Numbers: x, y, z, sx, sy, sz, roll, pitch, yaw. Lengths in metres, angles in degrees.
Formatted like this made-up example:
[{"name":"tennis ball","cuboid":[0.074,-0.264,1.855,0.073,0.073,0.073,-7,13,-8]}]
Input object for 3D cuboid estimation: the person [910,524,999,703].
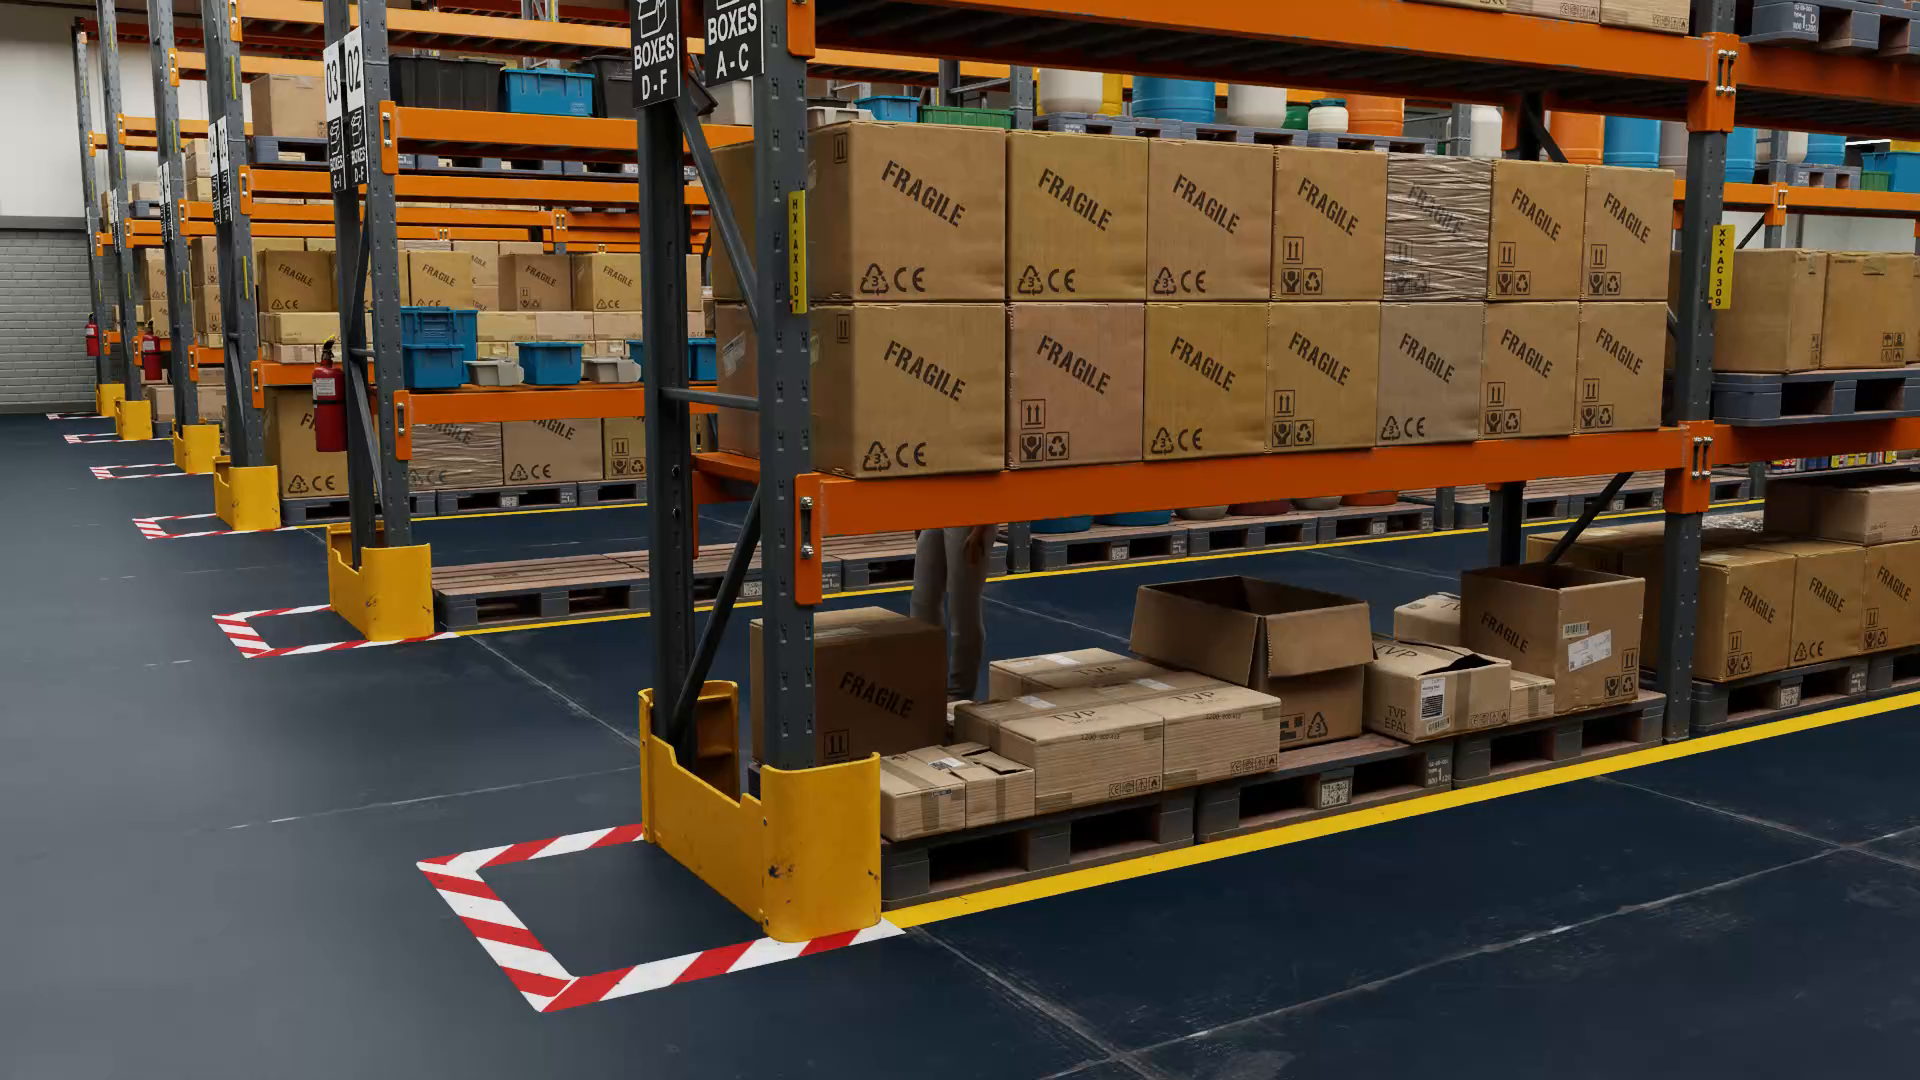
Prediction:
[{"name":"person","cuboid":[-0.070,-0.084,7.223,0.529,1.695,0.570,-5,10,-31]}]
